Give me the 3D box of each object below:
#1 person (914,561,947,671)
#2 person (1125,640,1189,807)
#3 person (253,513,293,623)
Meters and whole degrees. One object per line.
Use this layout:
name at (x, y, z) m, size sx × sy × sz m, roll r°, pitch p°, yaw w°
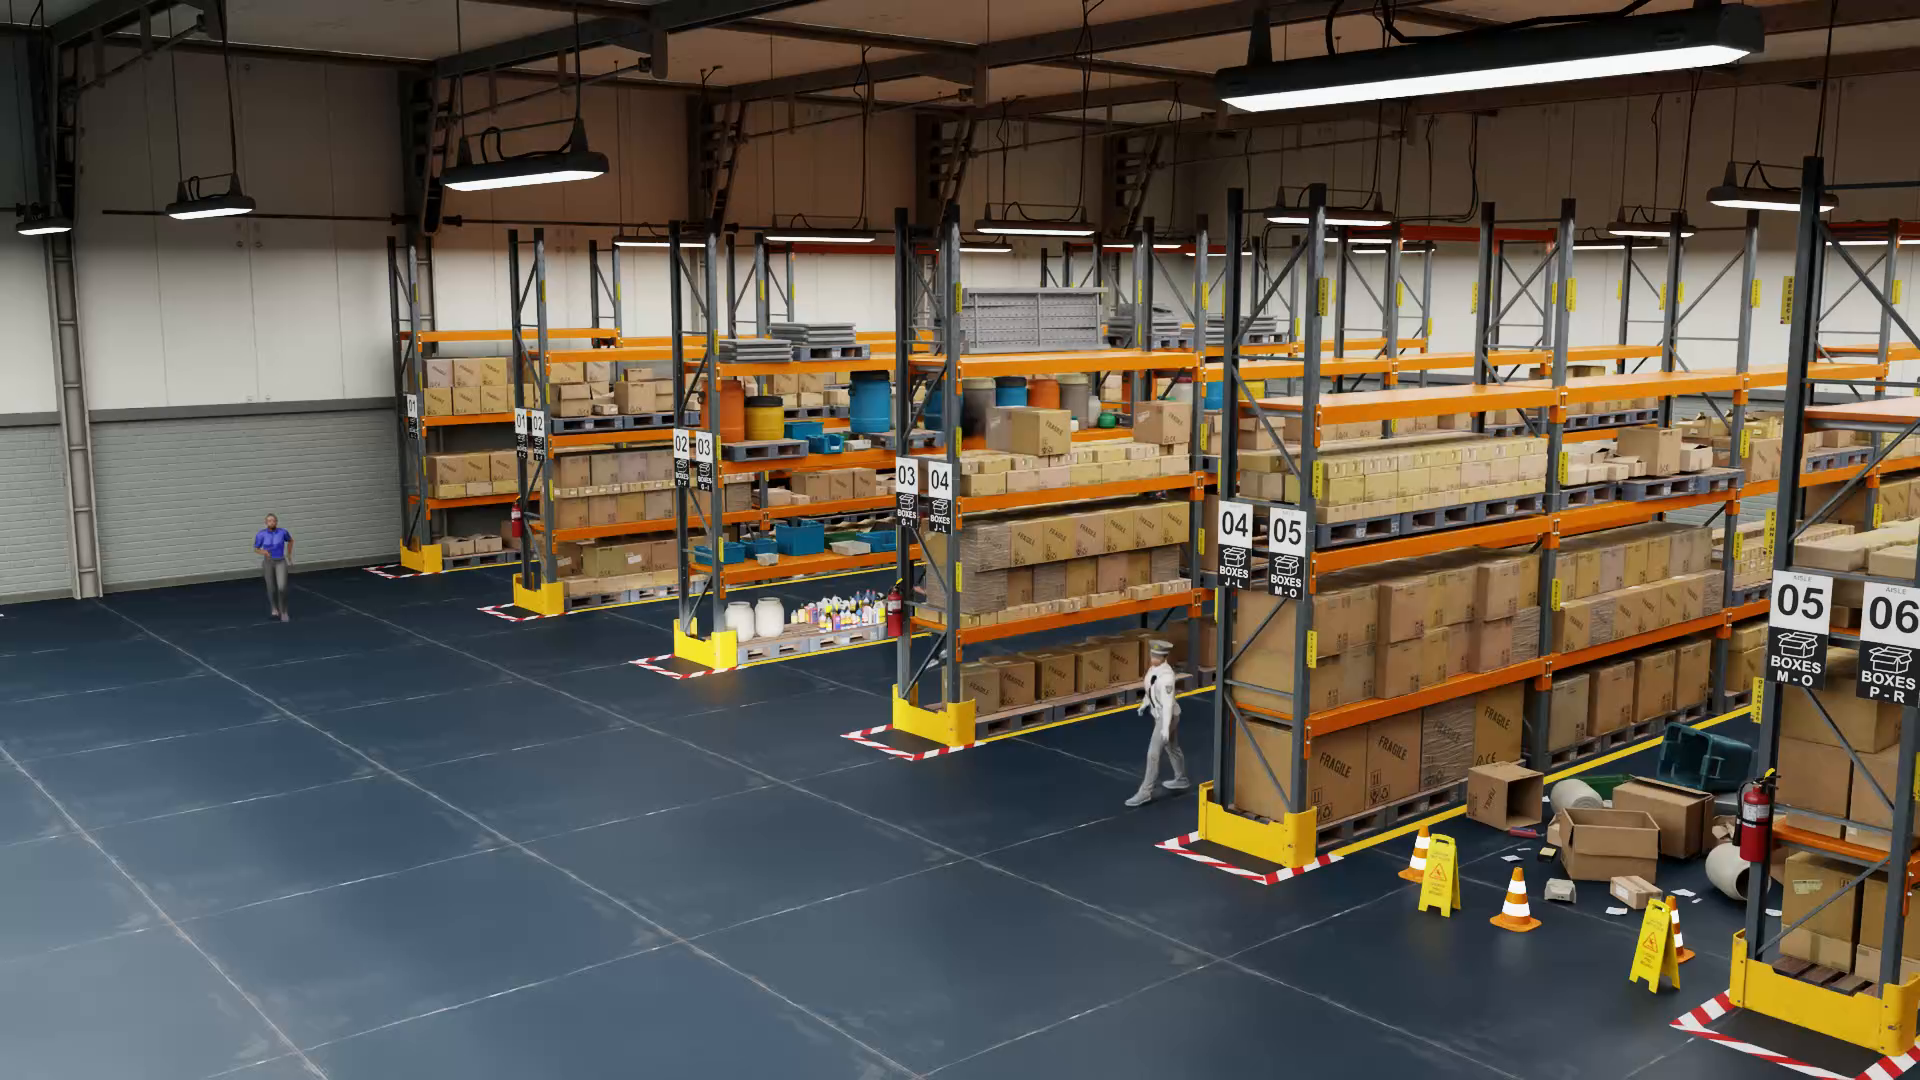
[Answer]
person at (-0.280, 0.877, 21.332) m, size 0.634 × 1.596 × 0.656 m, roll -3°, pitch 9°, yaw -17°
person at (1.992, 1.796, 16.769) m, size 0.756 × 1.648 × 0.688 m, roll -1°, pitch 9°, yaw -8°
person at (-10.570, 0.435, 25.619) m, size 0.527 × 1.707 × 0.745 m, roll -3°, pitch 9°, yaw -20°
